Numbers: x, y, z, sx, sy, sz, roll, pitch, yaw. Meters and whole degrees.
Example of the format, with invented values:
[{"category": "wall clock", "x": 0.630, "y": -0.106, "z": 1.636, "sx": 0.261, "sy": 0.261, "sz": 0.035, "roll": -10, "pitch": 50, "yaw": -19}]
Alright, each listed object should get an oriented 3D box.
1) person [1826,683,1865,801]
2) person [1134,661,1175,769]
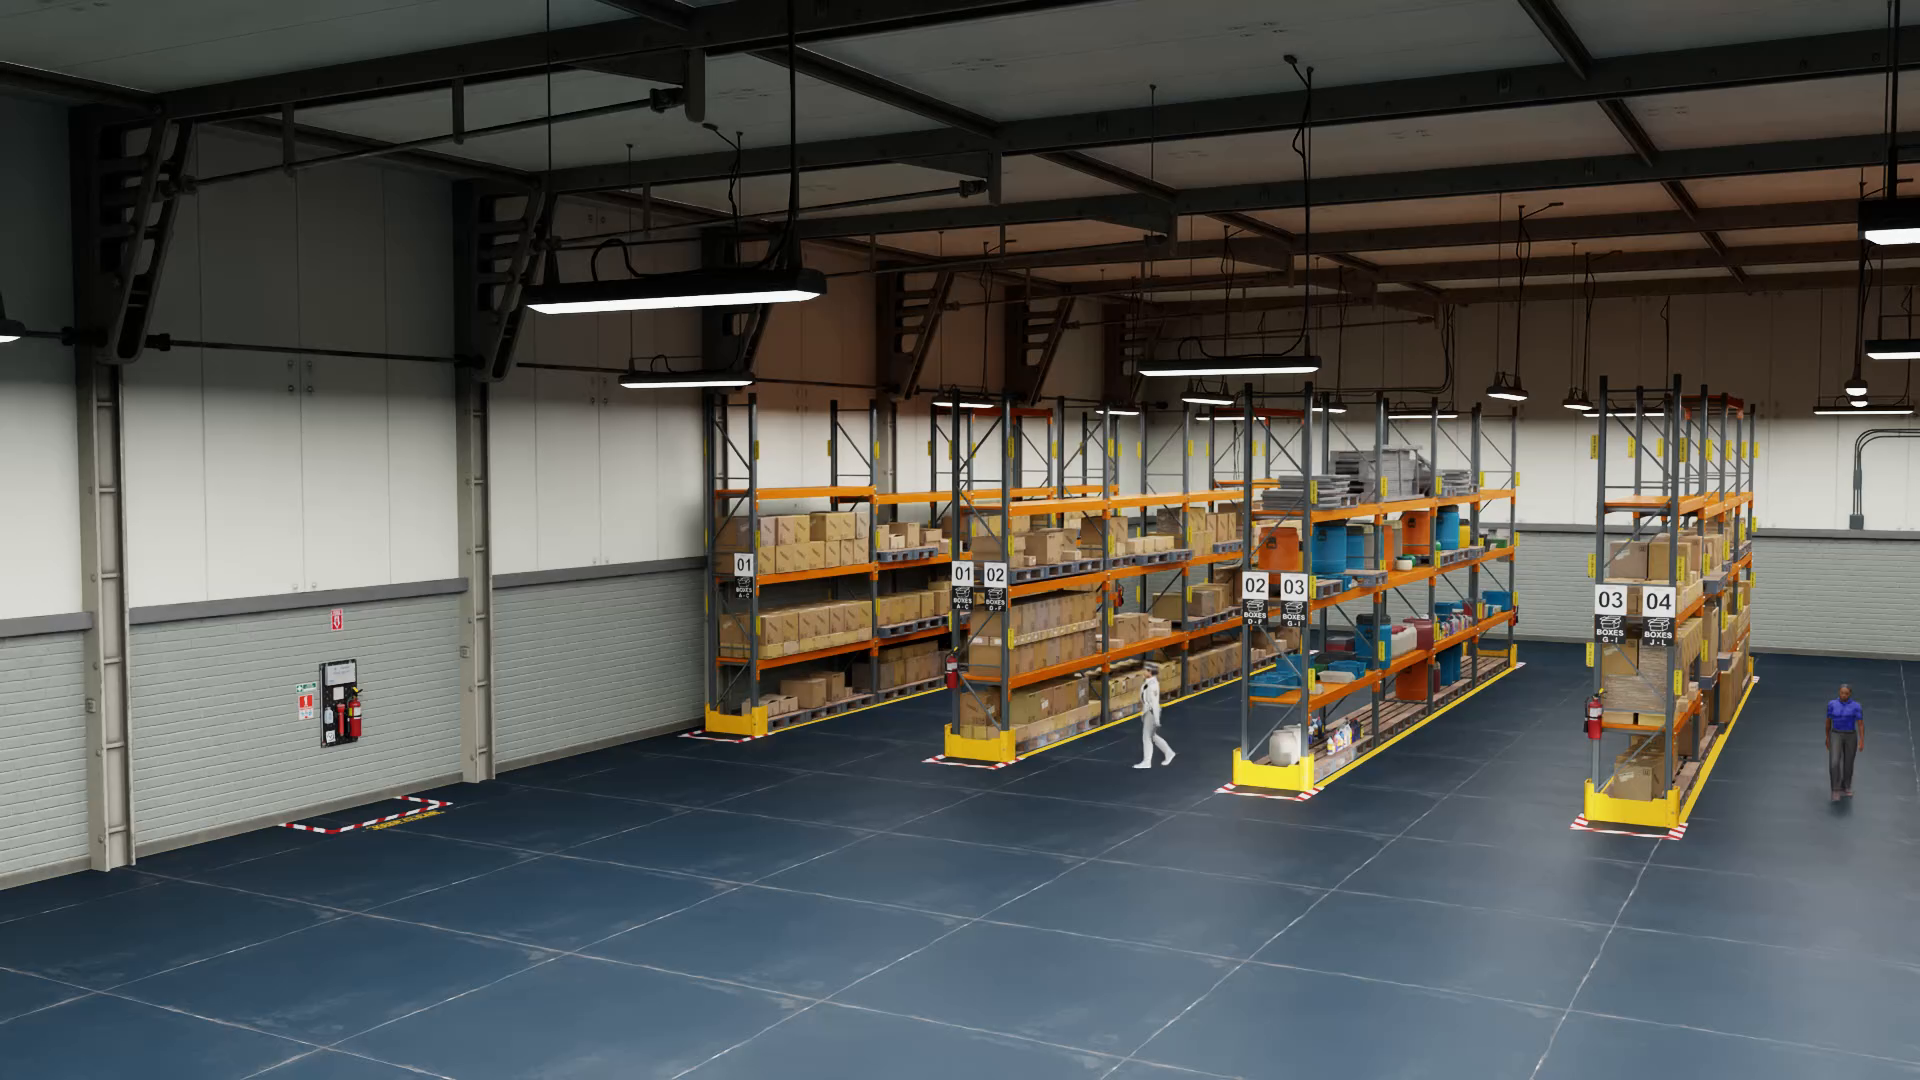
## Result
[{"category": "person", "x": 12.734, "y": 2.955, "z": 23.938, "sx": 0.493, "sy": 1.567, "sz": 0.621, "roll": 2, "pitch": 3, "yaw": 27}, {"category": "person", "x": 3.067, "y": 2.743, "z": 26.196, "sx": 0.689, "sy": 1.671, "sz": 0.472, "roll": 0, "pitch": 3, "yaw": 0}]
